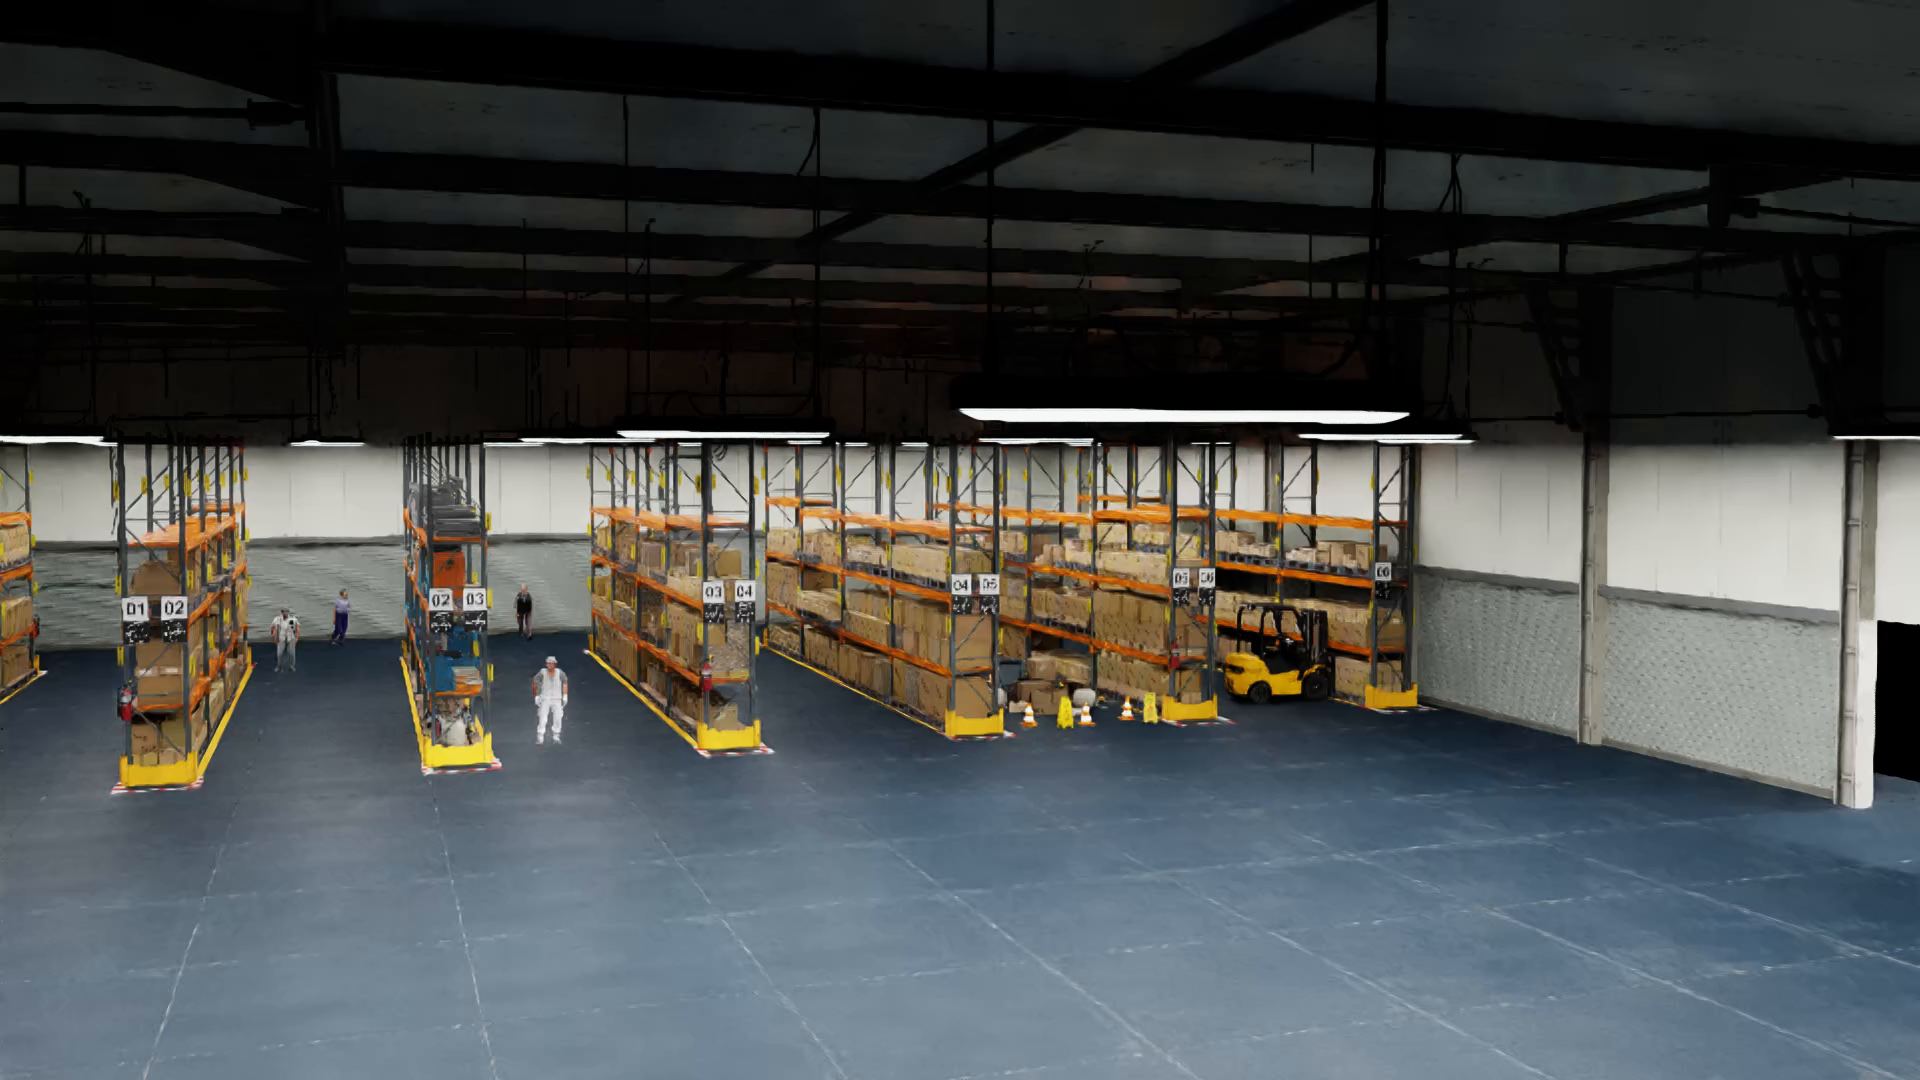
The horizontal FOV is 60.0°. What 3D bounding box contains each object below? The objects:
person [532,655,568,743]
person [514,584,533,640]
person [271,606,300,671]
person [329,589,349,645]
[{"bbox_3d":[-7.902,3.081,32.090,0.677,1.742,0.551,-1,3,-21],"label":"person"},{"bbox_3d":[-13.026,2.140,49.641,0.543,1.647,1.115,-1,3,-18],"label":"person"},{"bbox_3d":[-17.255,2.519,42.553,0.682,1.704,0.542,-1,3,-22],"label":"person"},{"bbox_3d":[-18.023,2.233,48.292,0.522,1.641,0.556,2,4,32],"label":"person"}]
